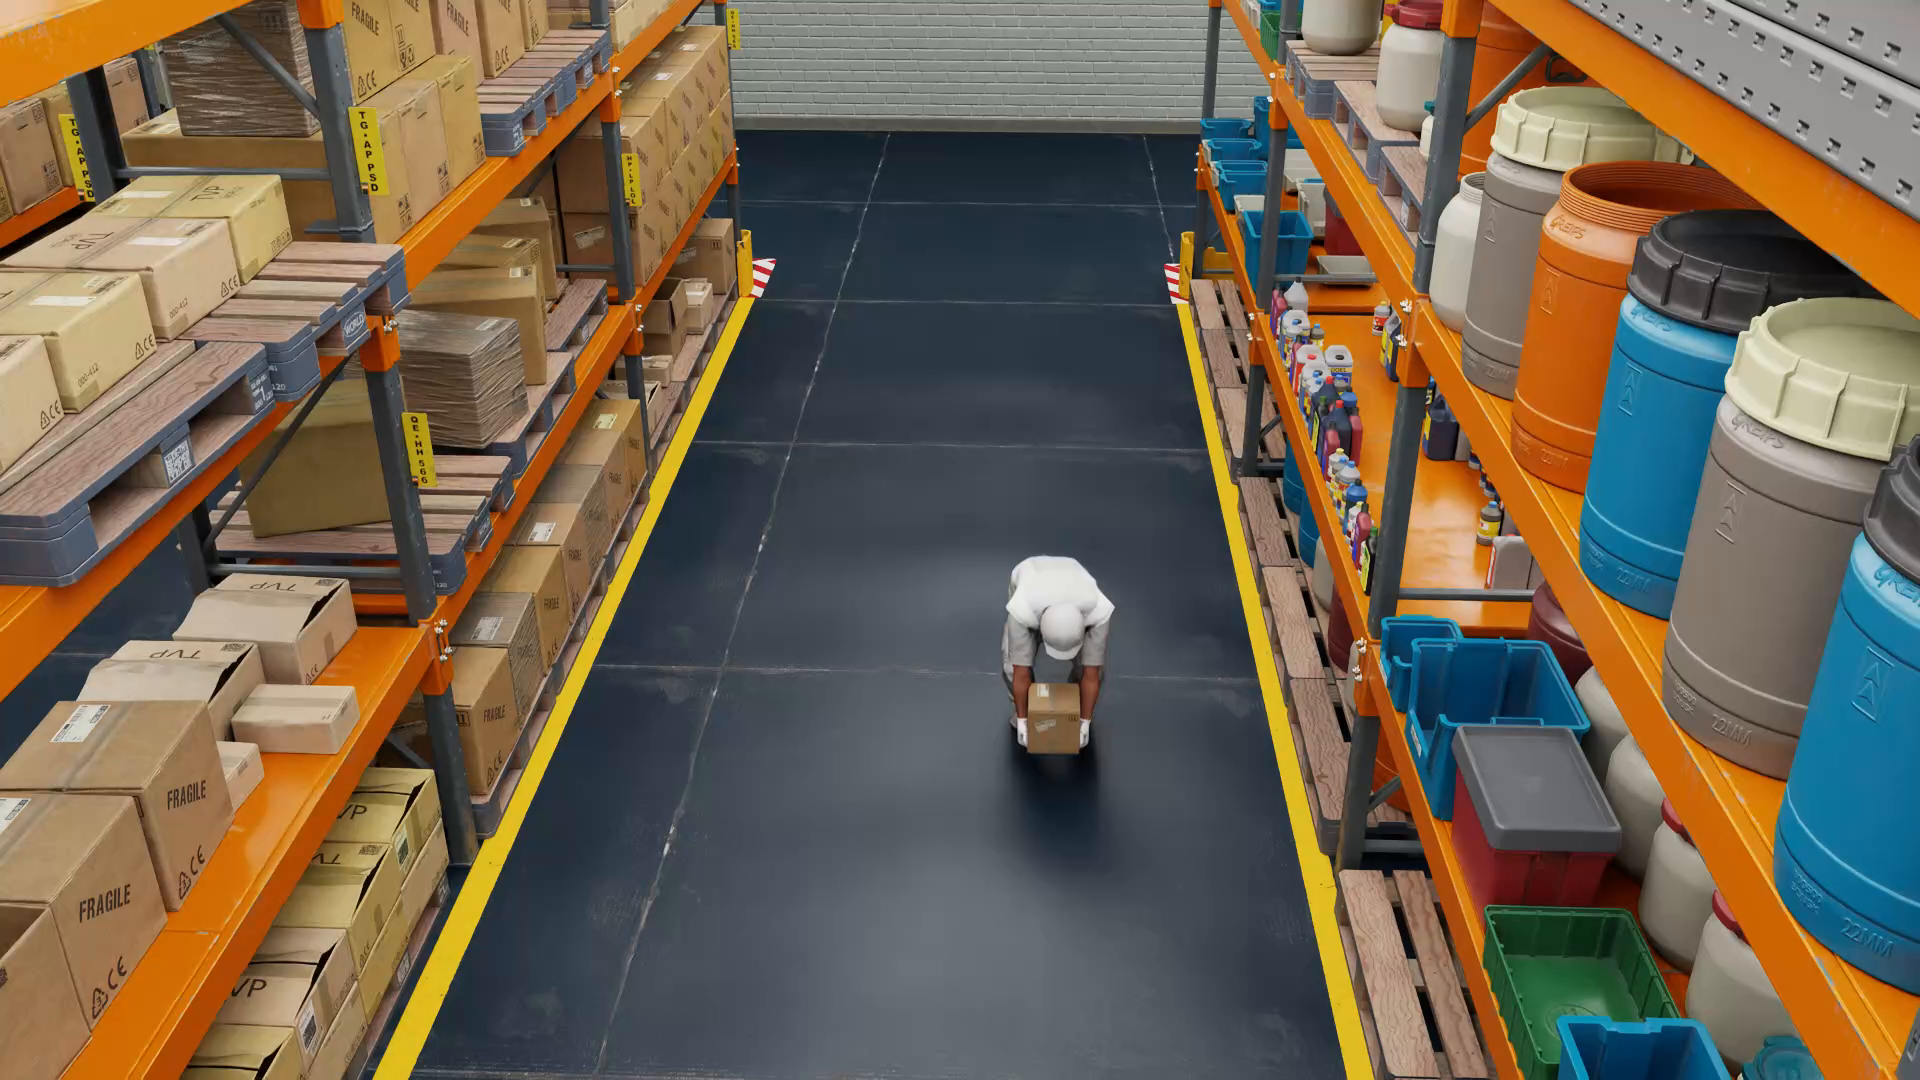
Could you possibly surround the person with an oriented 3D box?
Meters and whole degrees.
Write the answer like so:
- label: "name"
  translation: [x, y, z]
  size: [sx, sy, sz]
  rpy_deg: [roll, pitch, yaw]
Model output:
- label: "person"
  translation: [0.482, 0.575, 8.355]
  size: [0.551, 0.995, 0.970]
  rpy_deg: [1, 28, 1]
